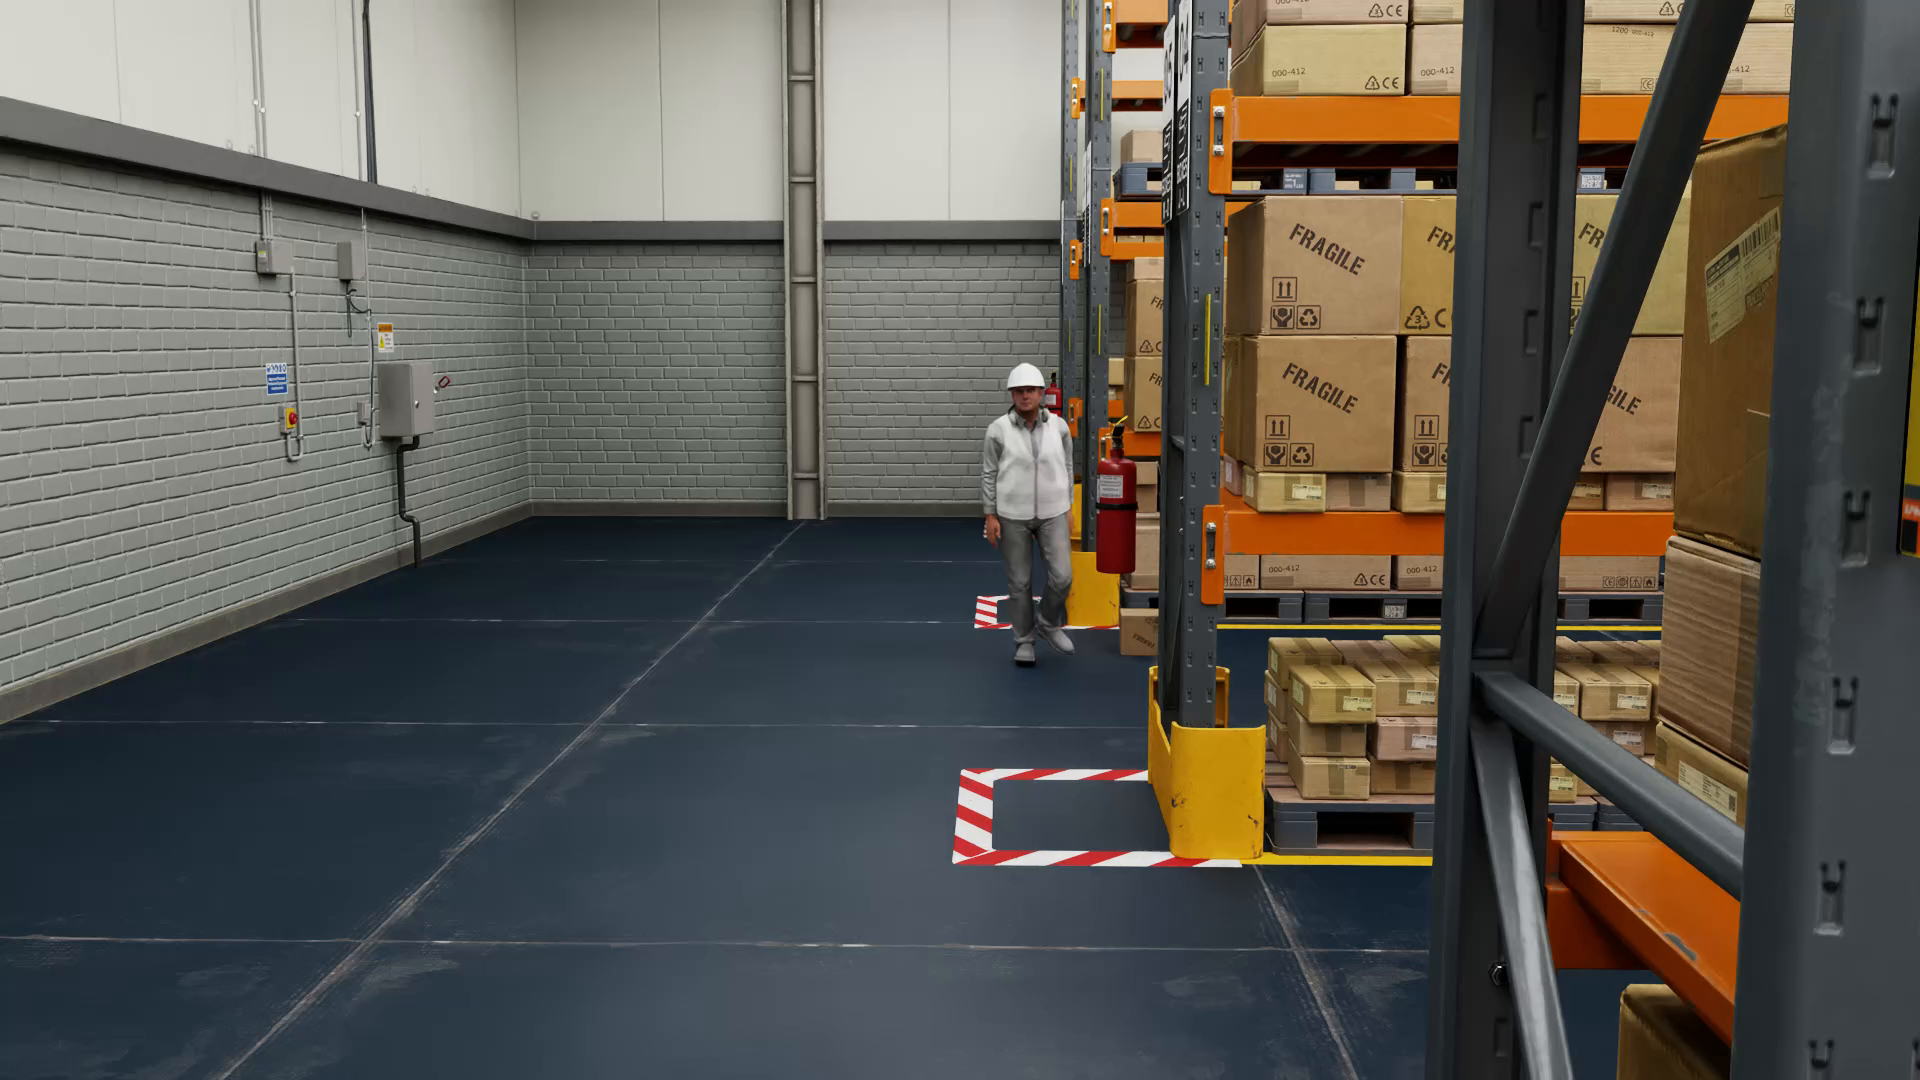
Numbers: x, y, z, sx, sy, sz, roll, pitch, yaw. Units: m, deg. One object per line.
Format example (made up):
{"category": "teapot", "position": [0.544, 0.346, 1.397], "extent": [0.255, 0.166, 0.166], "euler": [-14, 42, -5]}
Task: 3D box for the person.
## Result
{"category": "person", "position": [0.404, -0.151, 9.743], "extent": [0.568, 1.762, 0.487], "euler": [-1, 7, -5]}
